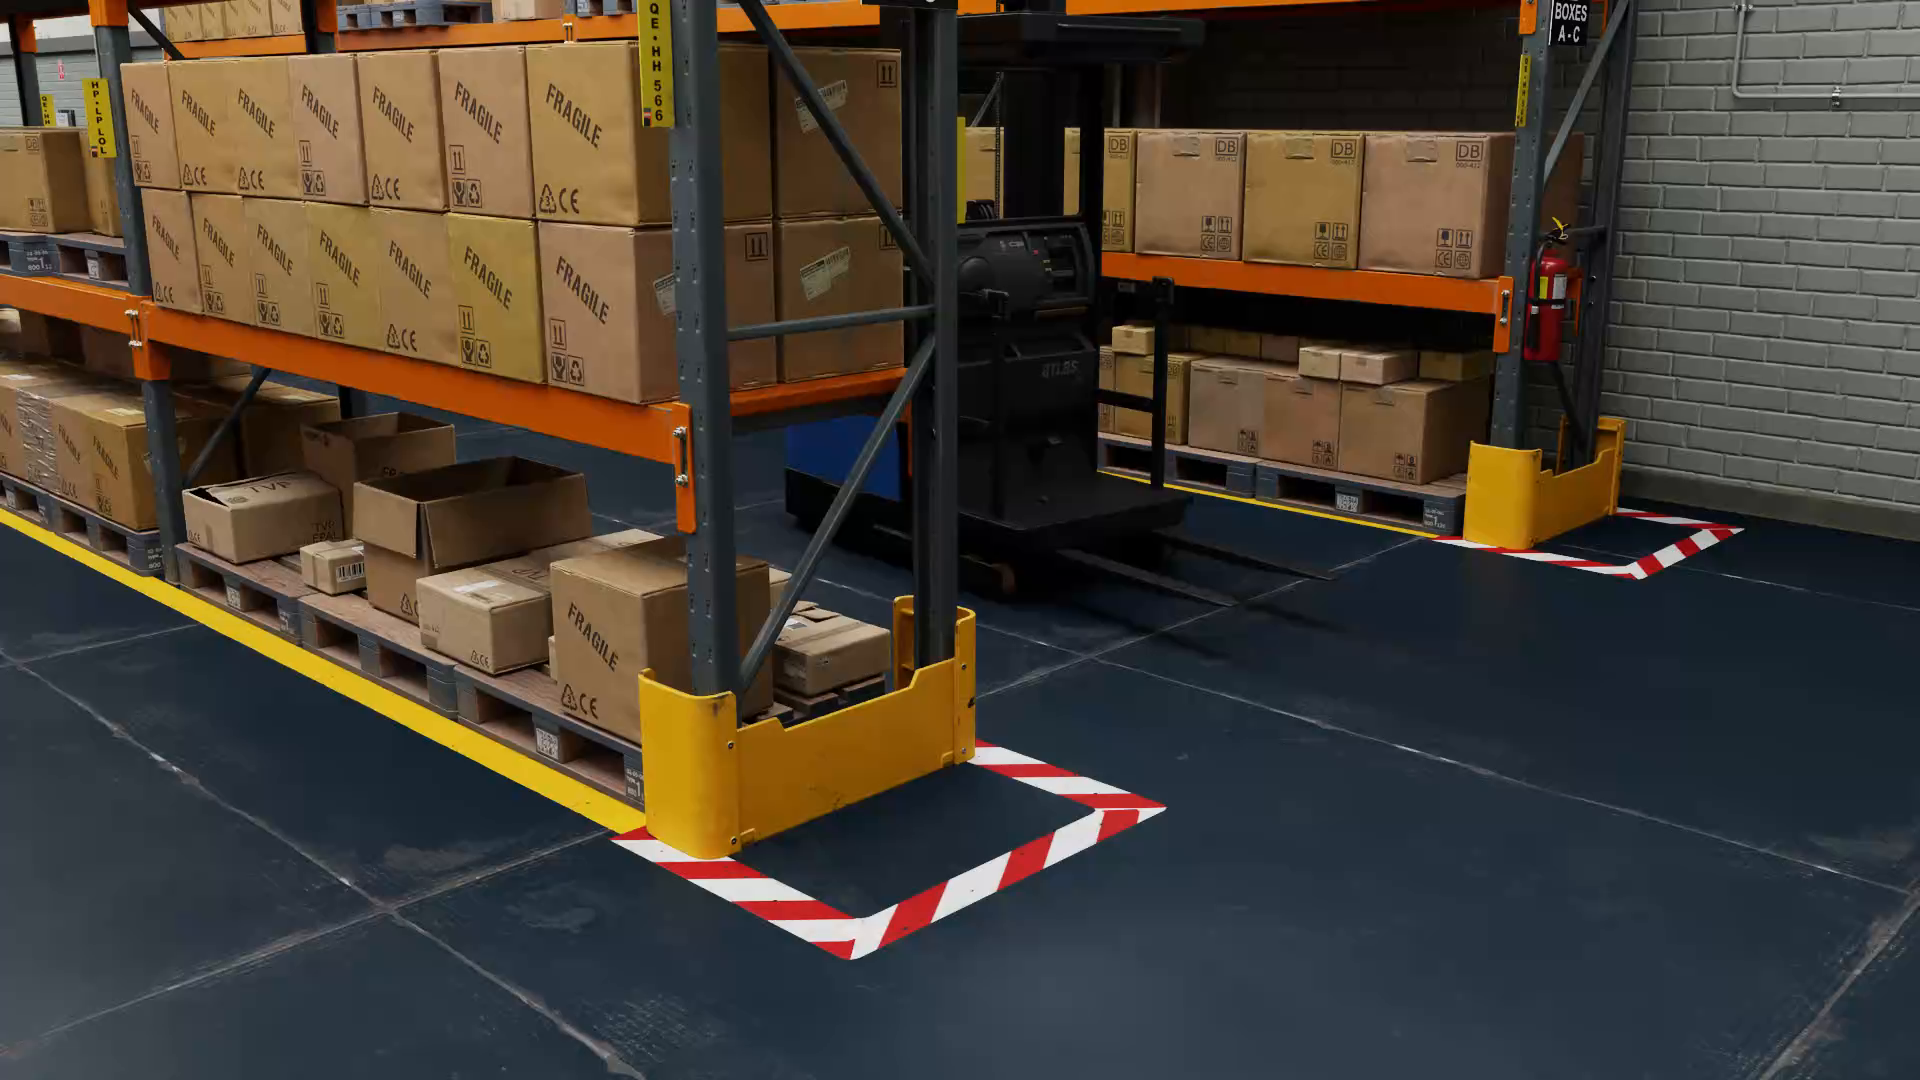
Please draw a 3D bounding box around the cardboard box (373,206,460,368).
[{"bbox_3d":[-1.639,-0.890,5.701,0.500,0.500,0.500,14,20,43],"label":"cardboard box"}]

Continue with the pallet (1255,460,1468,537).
[{"bbox_3d":[2.409,-0.310,9.205,1.213,0.211,1.003,14,20,42],"label":"pallet"}]

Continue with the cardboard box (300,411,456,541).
[{"bbox_3d":[-2.669,-0.289,7.679,0.500,0.500,0.500,14,20,42],"label":"cardboard box"}]

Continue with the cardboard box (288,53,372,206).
[{"bbox_3d":[-2.018,-1.463,5.915,0.500,0.500,0.500,-14,20,-42],"label":"cardboard box"}]

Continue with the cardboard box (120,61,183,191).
[{"bbox_3d":[-3.132,-1.733,6.953,0.500,0.500,0.500,-14,20,-43],"label":"cardboard box"}]

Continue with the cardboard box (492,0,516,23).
[{"bbox_3d":[-3.589,-4.689,14.286,0.797,0.503,0.637,-11,18,-37],"label":"cardboard box"}]

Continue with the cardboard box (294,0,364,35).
[{"bbox_3d":[-6.136,-5.188,16.206,0.500,0.500,0.500,-14,20,-43],"label":"cardboard box"}]

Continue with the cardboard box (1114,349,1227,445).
[{"bbox_3d":[1.354,-0.900,10.060,0.700,0.500,0.500,-14,20,-43],"label":"cardboard box"}]

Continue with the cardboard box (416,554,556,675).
[{"bbox_3d":[-1.622,0.261,6.061,0.500,0.250,0.500,14,20,42],"label":"cardboard box"}]

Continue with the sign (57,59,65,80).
[{"bbox_3d":[-13.383,-7.000,24.749,0.199,0.298,0.001,14,20,42],"label":"sign"}]

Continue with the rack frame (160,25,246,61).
[{"bbox_3d":[-8.479,-4.334,19.118,0.127,3.000,1.000,14,20,42],"label":"rack frame"}]

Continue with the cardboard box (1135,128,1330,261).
[{"bbox_3d":[1.591,-2.027,9.668,0.700,0.700,0.980,12,19,40],"label":"cardboard box"}]

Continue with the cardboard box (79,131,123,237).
[{"bbox_3d":[-4.001,-1.818,8.430,0.700,0.500,0.500,-11,18,-35],"label":"cardboard box"}]

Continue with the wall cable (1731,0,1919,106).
[{"bbox_3d":[4.618,-1.973,8.042,1.851,1.984,0.084,14,20,42],"label":"wall cable"}]

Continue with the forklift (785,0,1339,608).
[{"bbox_3d":[0.389,-1.294,7.584,1.130,2.935,3.031,-11,18,-37],"label":"forklift"}]

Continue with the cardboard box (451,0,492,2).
[{"bbox_3d":[-4.373,-5.011,14.736,0.500,0.500,0.500,13,19,40],"label":"cardboard box"}]

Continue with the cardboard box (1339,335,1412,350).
[{"bbox_3d":[2.329,-1.049,9.347,0.250,0.149,0.380,14,20,42],"label":"cardboard box"}]

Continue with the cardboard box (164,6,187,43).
[{"bbox_3d":[-8.412,-5.740,18.325,0.500,0.500,0.500,-14,20,-43],"label":"cardboard box"}]

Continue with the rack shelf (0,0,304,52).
[{"bbox_3d":[-4.716,-2.788,8.660,4.000,0.370,1.077,14,20,42],"label":"rack shelf"}]

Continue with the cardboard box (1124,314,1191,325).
[{"bbox_3d":[1.231,-1.316,10.371,0.250,0.149,0.380,13,19,40],"label":"cardboard box"}]

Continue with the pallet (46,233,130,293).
[{"bbox_3d":[-3.775,-1.401,8.241,1.213,0.211,1.003,14,20,42],"label":"pallet"}]

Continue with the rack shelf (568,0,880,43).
[{"bbox_3d":[-1.280,-3.688,12.113,4.000,0.370,1.077,14,20,42],"label":"rack shelf"}]

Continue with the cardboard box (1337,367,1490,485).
[{"bbox_3d":[2.466,-0.632,9.034,0.500,0.500,0.700,14,20,42],"label":"cardboard box"}]

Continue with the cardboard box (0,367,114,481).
[{"bbox_3d":[-4.909,-0.636,9.011,0.500,0.500,0.500,13,19,40],"label":"cardboard box"}]

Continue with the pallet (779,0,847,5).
[{"bbox_3d":[-0.535,-3.745,11.285,1.217,0.209,0.805,13,19,40],"label":"pallet"}]

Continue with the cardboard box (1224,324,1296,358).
[{"bbox_3d":[1.781,-1.182,9.857,0.250,0.149,0.380,14,20,43],"label":"cardboard box"}]

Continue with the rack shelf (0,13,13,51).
[{"bbox_3d":[-7.595,-3.488,11.347,4.000,0.370,1.077,14,20,42],"label":"rack shelf"}]

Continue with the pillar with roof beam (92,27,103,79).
[{"bbox_3d":[-14.682,-7.541,19.525,0.400,9.000,9.100,14,20,42],"label":"pillar with roof beam"}]

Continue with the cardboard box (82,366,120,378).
[{"bbox_3d":[-4.565,-0.735,9.390,0.500,0.500,0.500,13,19,40],"label":"cardboard box"}]

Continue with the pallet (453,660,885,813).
[{"bbox_3d":[-1.026,0.563,5.855,1.213,0.211,1.003,14,20,42],"label":"pallet"}]

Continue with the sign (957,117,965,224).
[{"bbox_3d":[-0.020,-1.152,5.186,0.005,0.325,0.100,14,20,42],"label":"sign"}]

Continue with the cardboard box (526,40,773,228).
[{"bbox_3d":[-0.908,-1.195,4.886,0.500,0.500,0.500,13,20,42],"label":"cardboard box"}]

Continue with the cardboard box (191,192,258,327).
[{"bbox_3d":[-2.727,-1.155,6.718,0.500,0.500,0.500,14,20,43],"label":"cardboard box"}]

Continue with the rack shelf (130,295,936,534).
[{"bbox_3d":[-1.836,-0.636,6.352,4.000,0.370,1.077,14,20,42],"label":"rack shelf"}]

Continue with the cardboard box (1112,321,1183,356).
[{"bbox_3d":[1.123,-1.208,9.957,0.250,0.149,0.380,13,19,41],"label":"cardboard box"}]

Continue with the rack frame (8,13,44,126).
[{"bbox_3d":[-6.155,-2.034,10.291,0.127,3.000,1.000,14,20,42],"label":"rack frame"}]

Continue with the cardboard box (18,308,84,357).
[{"bbox_3d":[-5.276,-1.270,9.956,0.500,0.250,0.500,-14,20,-42],"label":"cardboard box"}]

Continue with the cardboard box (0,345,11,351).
[{"bbox_3d":[-6.026,-0.906,10.046,0.500,0.500,0.500,-13,20,-42],"label":"cardboard box"}]

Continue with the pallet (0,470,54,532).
[{"bbox_3d":[-4.770,-0.334,9.295,1.213,0.211,1.003,14,20,42],"label":"pallet"}]

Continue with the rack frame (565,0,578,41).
[{"bbox_3d":[-2.720,-2.934,13.744,0.127,3.000,1.000,14,20,42],"label":"rack frame"}]

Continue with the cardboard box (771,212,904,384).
[{"bbox_3d":[-0.533,-0.808,5.387,0.500,0.500,0.500,-14,20,-43],"label":"cardboard box"}]

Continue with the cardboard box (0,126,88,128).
[{"bbox_3d":[-5.624,-2.196,9.881,0.500,0.500,0.700,7,16,24],"label":"cardboard box"}]

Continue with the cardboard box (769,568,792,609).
[{"bbox_3d":[-0.951,0.249,6.107,0.500,0.250,0.500,14,20,42],"label":"cardboard box"}]

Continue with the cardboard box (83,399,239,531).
[{"bbox_3d":[-3.830,-0.372,7.996,0.500,0.500,0.500,14,20,42],"label":"cardboard box"}]

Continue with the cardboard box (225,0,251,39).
[{"bbox_3d":[-7.273,-5.459,17.249,0.500,0.500,0.500,-13,19,-41],"label":"cardboard box"}]

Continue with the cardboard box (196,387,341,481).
[{"bbox_3d":[-3.455,-0.467,8.359,0.500,0.500,0.500,13,19,40],"label":"cardboard box"}]
